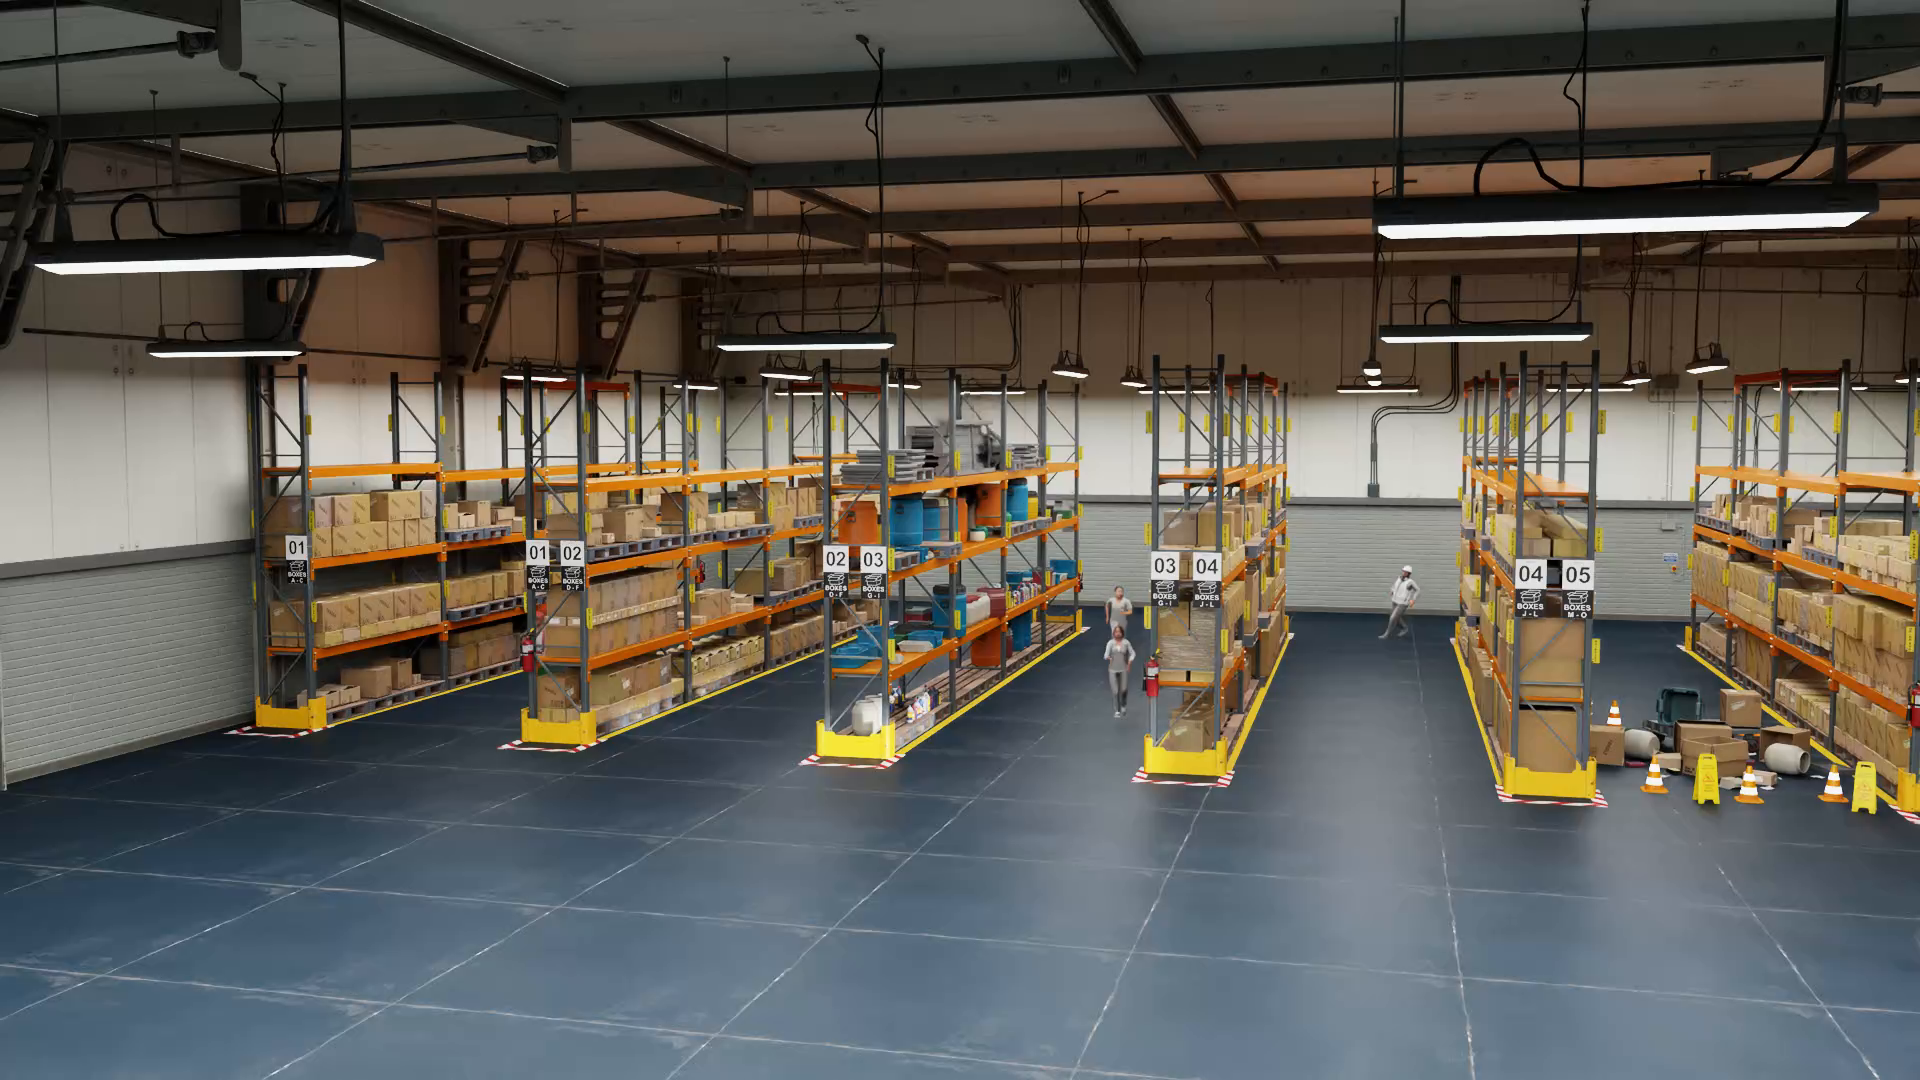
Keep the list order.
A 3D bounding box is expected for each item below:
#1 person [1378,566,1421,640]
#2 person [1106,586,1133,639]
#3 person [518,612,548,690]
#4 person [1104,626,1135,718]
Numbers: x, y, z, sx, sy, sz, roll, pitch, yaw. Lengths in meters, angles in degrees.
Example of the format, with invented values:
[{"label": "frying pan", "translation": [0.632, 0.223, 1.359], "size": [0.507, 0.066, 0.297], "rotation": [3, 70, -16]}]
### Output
[{"label": "person", "translation": [10.177, 1.455, 38.578], "size": [0.938, 1.716, 0.696], "rotation": [-2, 4, -24]}, {"label": "person", "translation": [3.287, 1.749, 34.363], "size": [0.554, 1.634, 0.953], "rotation": [0, 4, 4]}, {"label": "person", "translation": [-7.407, 2.122, 29.164], "size": [0.657, 1.740, 0.673], "rotation": [0, 4, 2]}, {"label": "person", "translation": [2.660, 2.220, 27.828], "size": [0.519, 1.553, 0.554], "rotation": [1, 4, 8]}]
